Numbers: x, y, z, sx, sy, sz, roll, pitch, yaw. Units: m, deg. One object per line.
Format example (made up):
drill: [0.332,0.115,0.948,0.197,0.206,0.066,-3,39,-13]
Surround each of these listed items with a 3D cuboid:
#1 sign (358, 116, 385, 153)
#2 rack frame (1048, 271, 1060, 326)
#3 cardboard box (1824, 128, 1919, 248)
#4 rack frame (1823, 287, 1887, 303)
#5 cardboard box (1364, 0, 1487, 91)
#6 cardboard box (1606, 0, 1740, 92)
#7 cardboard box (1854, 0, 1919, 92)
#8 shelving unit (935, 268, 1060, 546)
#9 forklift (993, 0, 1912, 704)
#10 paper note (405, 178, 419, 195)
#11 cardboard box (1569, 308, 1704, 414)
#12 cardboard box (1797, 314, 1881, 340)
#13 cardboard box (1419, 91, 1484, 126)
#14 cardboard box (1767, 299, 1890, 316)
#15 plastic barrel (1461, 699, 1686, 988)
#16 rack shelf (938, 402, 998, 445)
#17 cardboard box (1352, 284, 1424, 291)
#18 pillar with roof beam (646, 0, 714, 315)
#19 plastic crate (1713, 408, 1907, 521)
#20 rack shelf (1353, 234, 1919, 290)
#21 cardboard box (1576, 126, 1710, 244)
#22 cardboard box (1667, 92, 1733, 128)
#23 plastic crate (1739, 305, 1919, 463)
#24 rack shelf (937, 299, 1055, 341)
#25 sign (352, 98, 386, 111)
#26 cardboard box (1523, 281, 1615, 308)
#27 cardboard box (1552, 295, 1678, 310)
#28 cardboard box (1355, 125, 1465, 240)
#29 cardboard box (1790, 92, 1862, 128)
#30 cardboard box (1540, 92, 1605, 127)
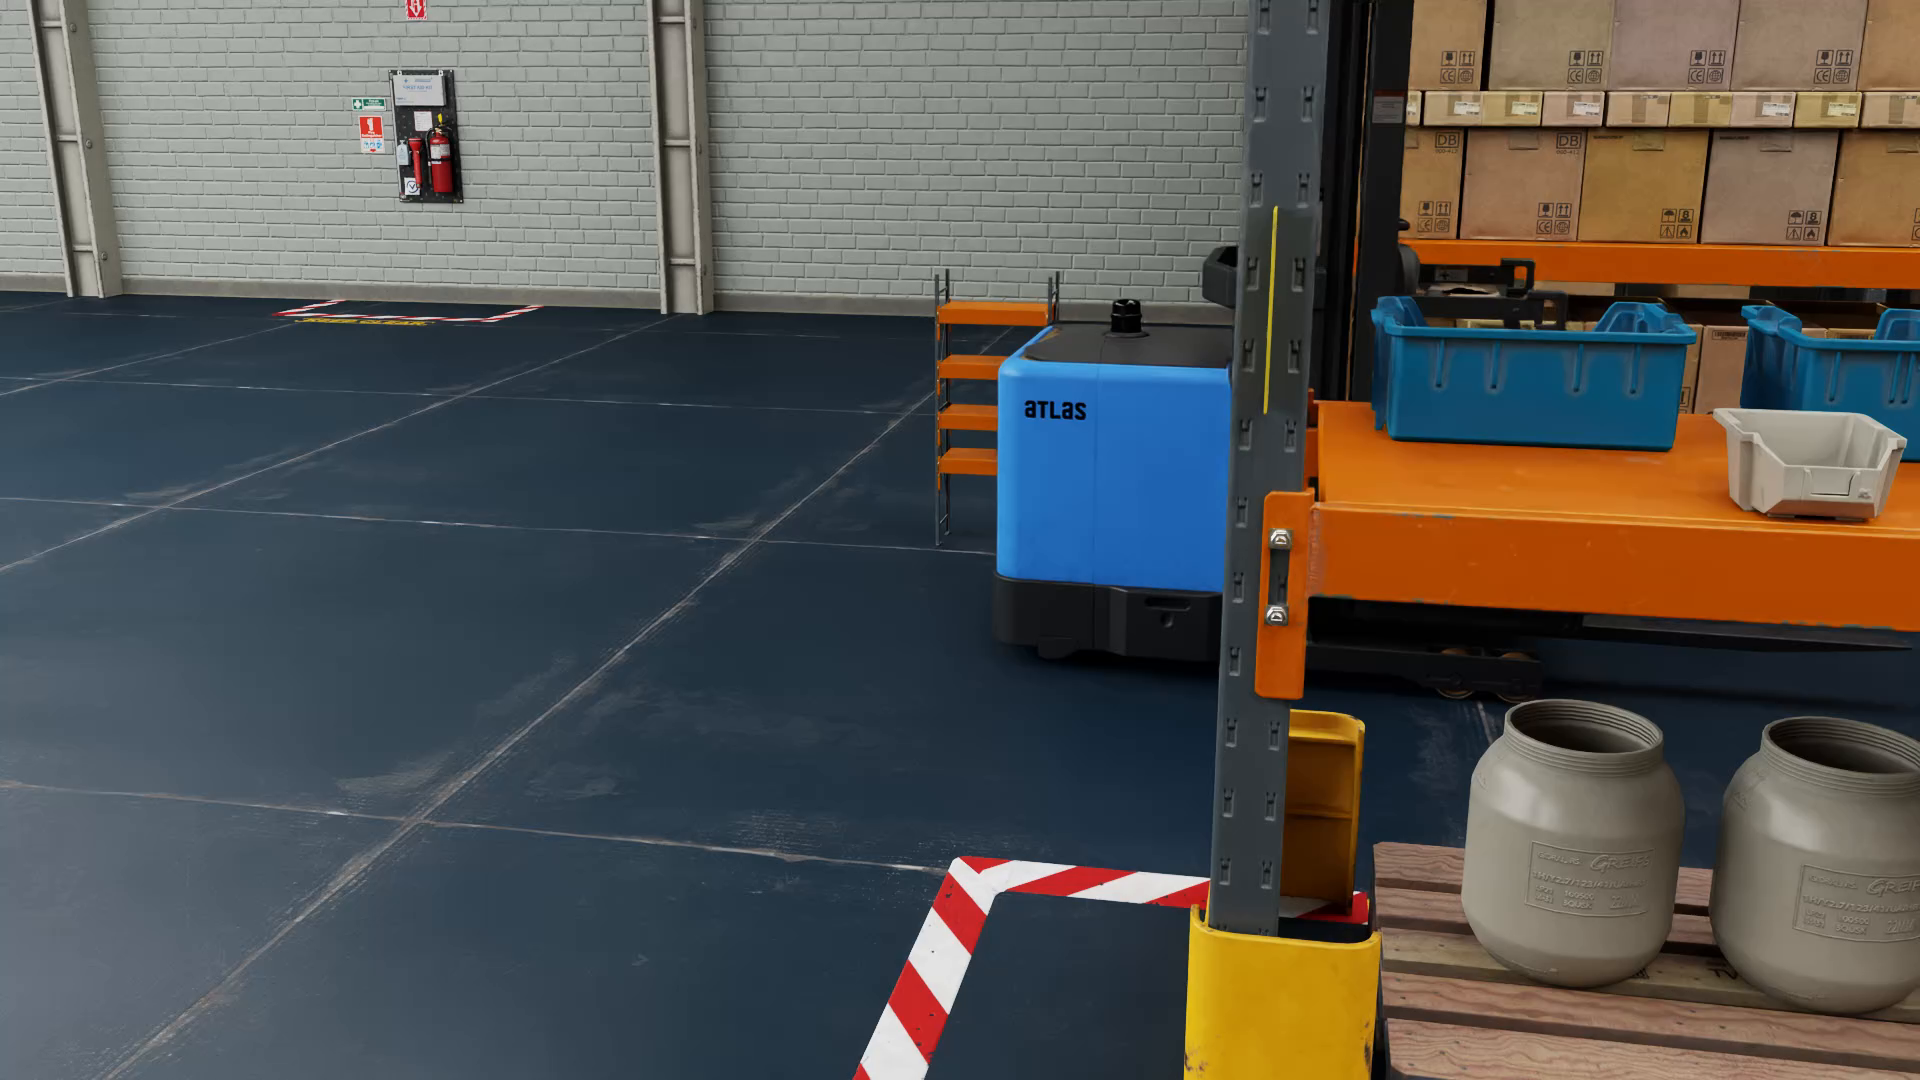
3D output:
sign: [-5.364,-3.698,15.158,0.234,0.329,0.001,3,16,11]
rack frame: [0.401,-0.556,7.253,0.015,1.200,0.240,3,16,11]
cardboard box: [4.084,-1.591,7.428,0.500,0.500,0.700,3,16,12]
rack frame: [6.513,-2.762,11.845,0.127,3.000,1.000,3,16,11]
cardboard box: [2.116,-2.322,7.636,0.500,0.500,0.700,3,16,11]
cardboard box: [3.127,-2.268,7.444,0.500,0.500,0.700,3,16,11]
cardboard box: [4.107,-2.215,7.252,0.500,0.500,0.700,3,16,11]
shelving unit: [0.162,-0.569,7.300,0.503,1.200,0.258,3,16,11]
forklift: [1.690,-1.025,5.700,3.031,2.935,1.130,3,16,12]
paper note: [-5.002,-3.228,15.176,0.142,0.148,0.016,3,16,11]
cardboard box: [3.074,-0.782,7.654,0.500,0.500,0.500,3,16,11]
cardboard box: [4.053,-0.728,7.460,0.500,0.500,0.500,3,16,11]
cardboard box: [2.210,-1.949,7.508,0.250,0.149,0.380,3,16,10]
cardboard box: [4.157,-0.865,7.954,0.500,0.500,0.500,3,16,11]
plastic barrel: [1.279,0.628,3.479,0.421,0.512,0.421,0,15,0]
rack shelf: [0.162,-0.505,7.318,0.480,0.148,0.258,3,16,11]
cardboard box: [3.253,-1.831,12.696,0.500,0.311,0.500,1,16,5]
pillar with roof beam: [-3.286,-5.248,9.582,0.400,9.000,9.100,3,16,11]
plastic crate: [1.432,-0.125,2.817,0.250,0.136,0.298,3,16,11]
rack shelf: [3.569,-1.226,7.647,4.000,0.370,1.077,3,16,11]
cardboard box: [3.065,-1.645,7.622,0.500,0.500,0.700,3,16,11]
cardboard box: [3.214,-1.895,7.311,0.250,0.149,0.380,3,16,10]
plastic crate: [1.804,-0.327,3.334,0.408,0.251,0.499,3,16,11]
rack shelf: [0.162,-0.948,7.195,0.480,0.148,0.258,3,16,11]
sign: [-5.361,-3.951,15.078,0.331,0.109,0.001,3,16,11]
cardboard box: [4.521,-1.840,12.373,0.500,0.500,0.700,2,16,8]
cardboard box: [3.177,-0.918,8.145,0.500,0.500,0.500,3,16,11]
cardboard box: [2.064,-1.699,7.820,0.500,0.500,0.700,3,16,11]
cardboard box: [3.715,-1.867,7.210,0.250,0.149,0.380,4,16,13]
cardboard box: [2.701,-1.922,7.408,0.250,0.149,0.380,3,16,10]
